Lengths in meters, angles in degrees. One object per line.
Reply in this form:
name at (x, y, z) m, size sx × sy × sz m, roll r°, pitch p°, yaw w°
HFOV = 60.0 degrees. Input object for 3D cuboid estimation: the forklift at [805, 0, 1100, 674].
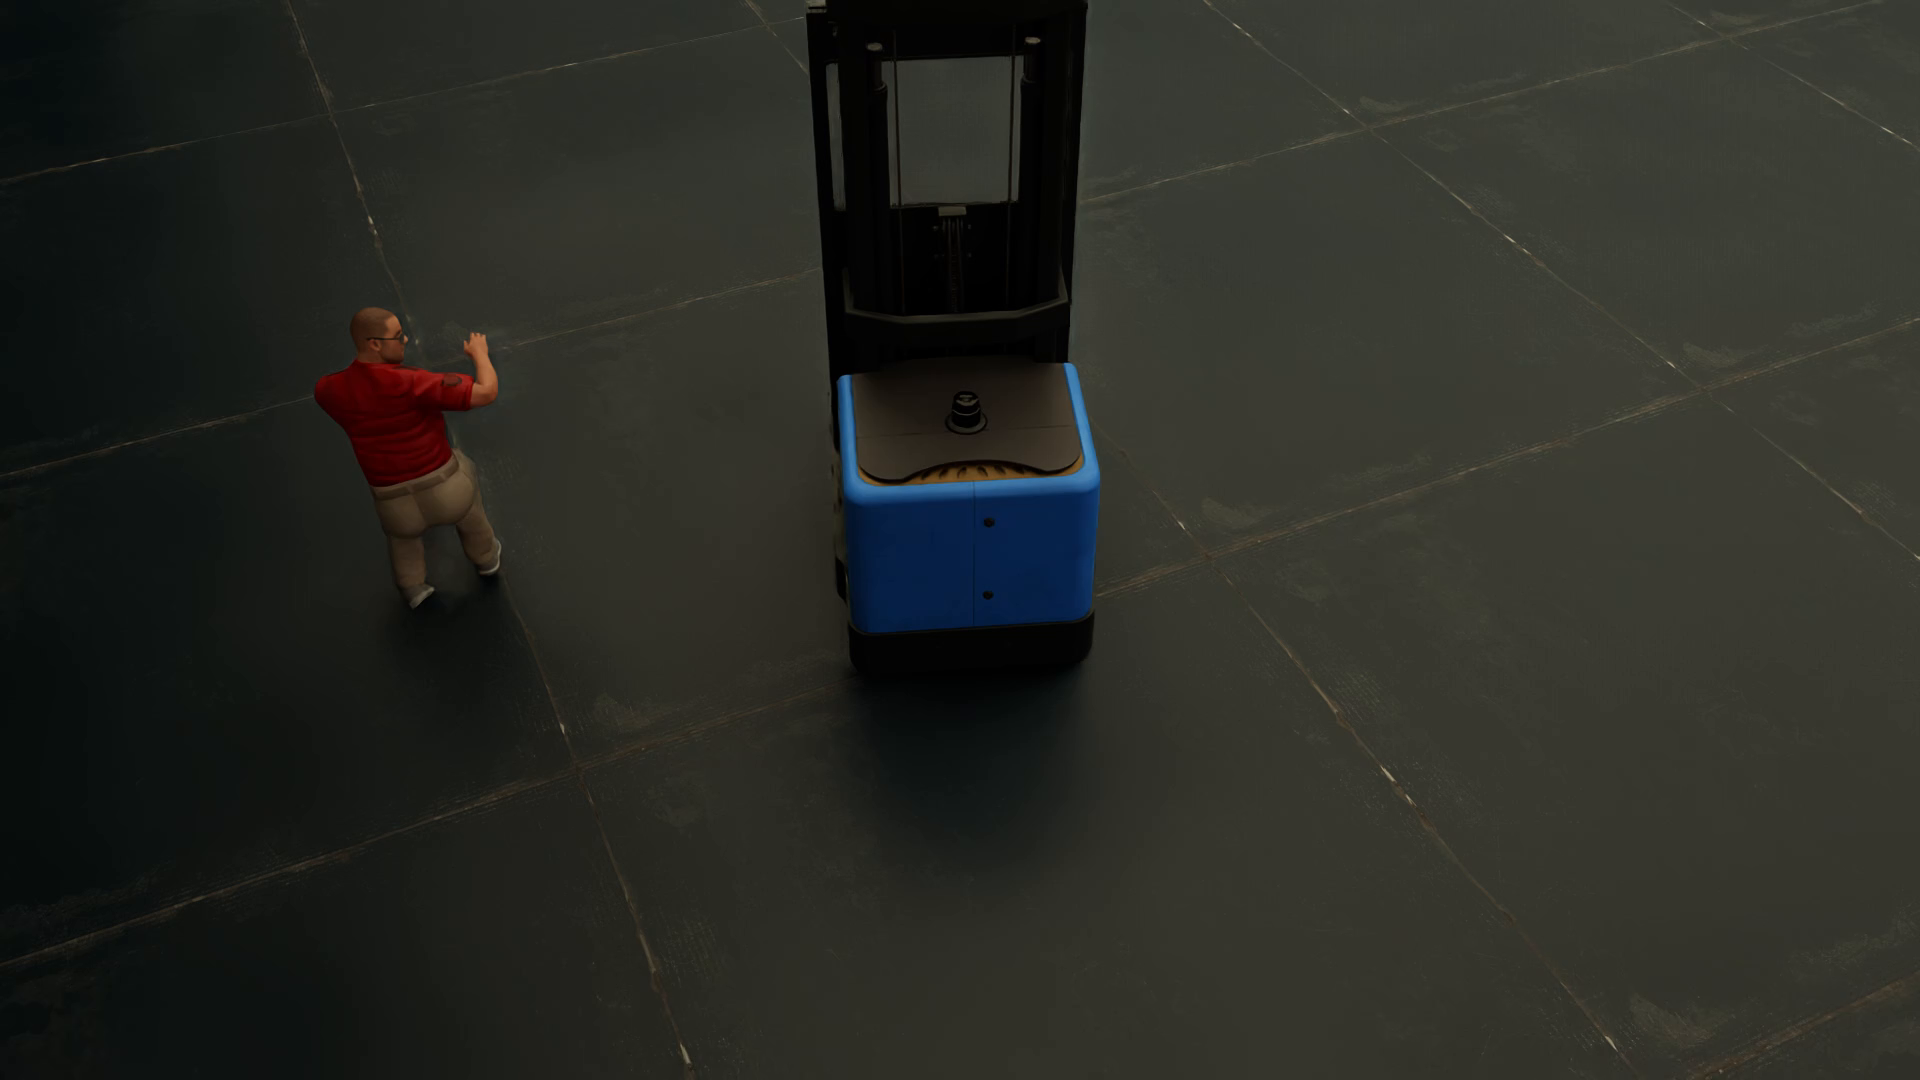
forklift at (-0.076, -1.499, 7.287) m, size 1.130 × 2.935 × 3.031 m, roll -3°, pitch 43°, yaw -4°

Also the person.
person at (-2.333, -0.442, 7.237) m, size 0.787 × 1.474 × 0.978 m, roll -7°, pitch 44°, yaw -8°
